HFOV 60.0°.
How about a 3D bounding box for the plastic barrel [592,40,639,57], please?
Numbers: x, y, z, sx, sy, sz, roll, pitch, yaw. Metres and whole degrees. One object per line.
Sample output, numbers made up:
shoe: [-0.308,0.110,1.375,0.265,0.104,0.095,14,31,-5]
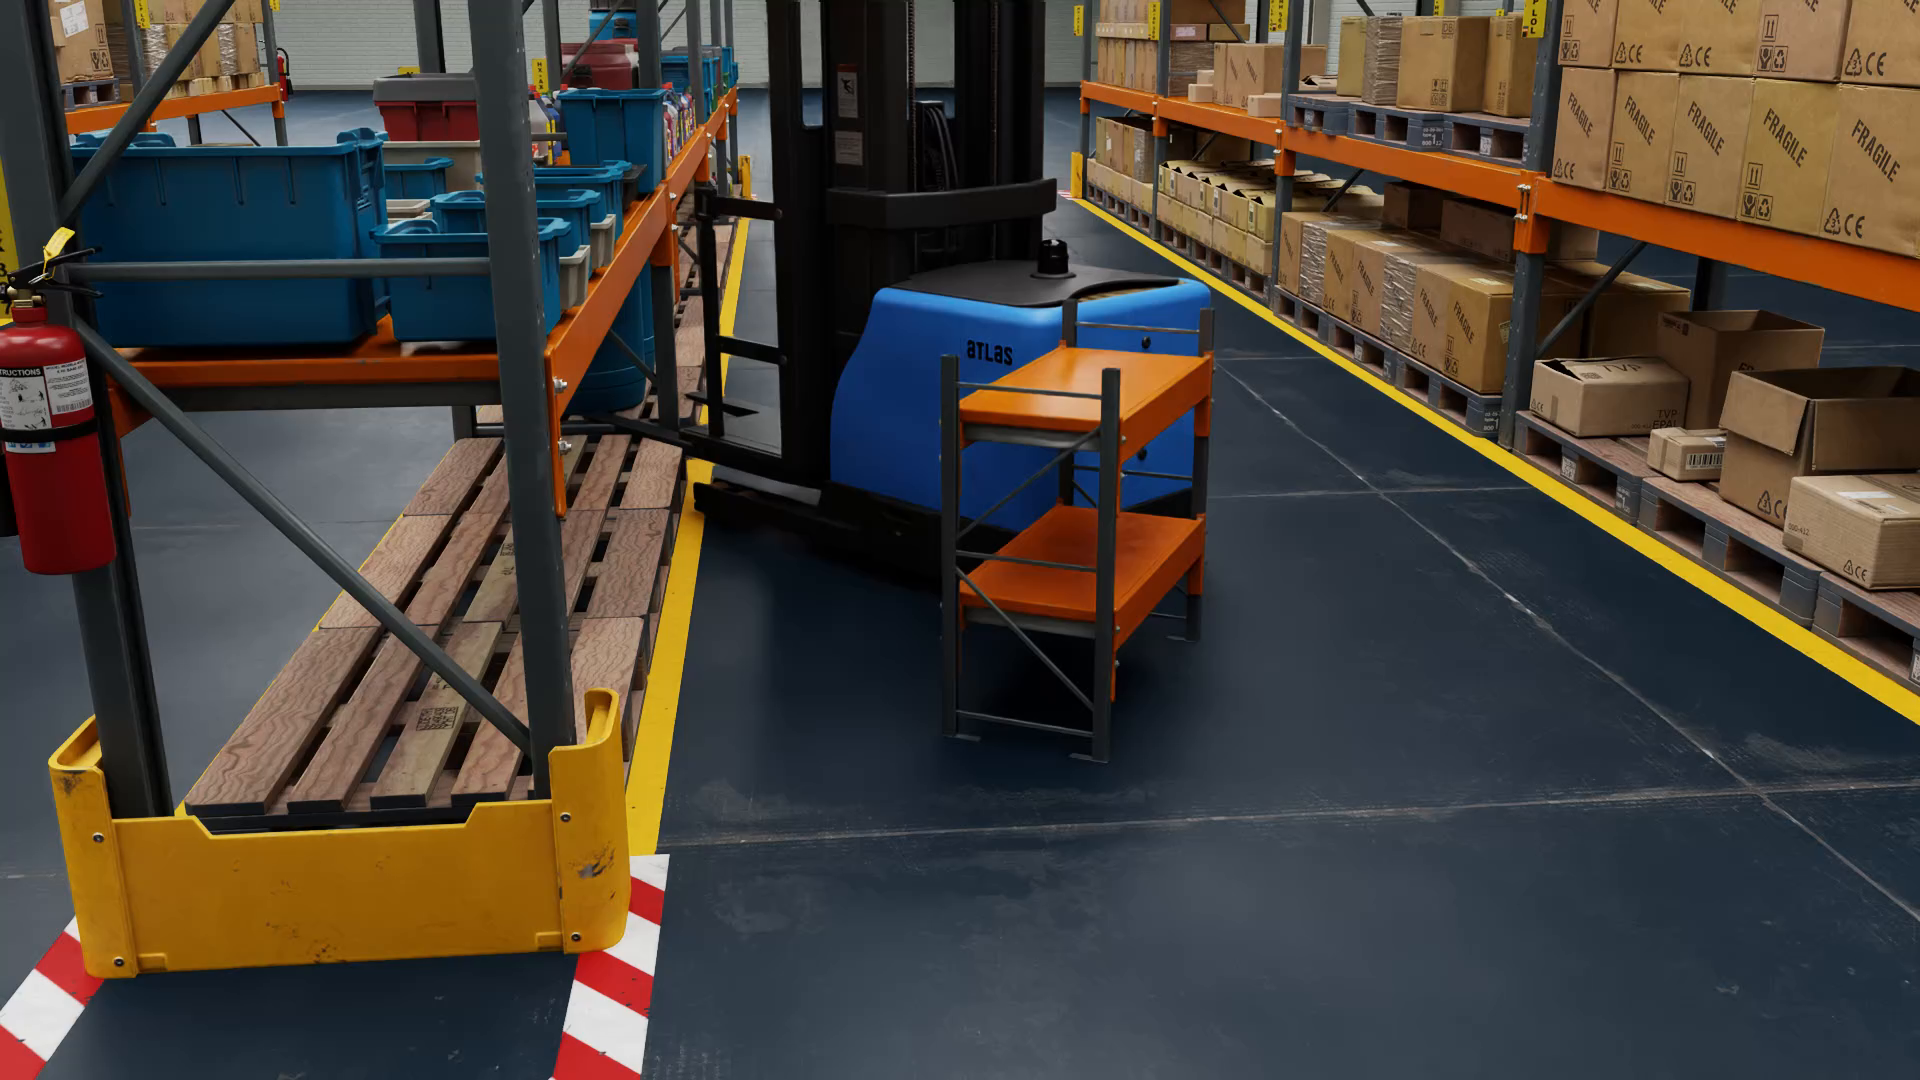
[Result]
plastic barrel: [-2.614,-3.549,12.746,0.433,0.535,0.433,0,17,0]

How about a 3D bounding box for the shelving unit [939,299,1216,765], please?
shelving unit: [0.377,-0.078,5.049,0.538,1.125,1.048,7,19,21]

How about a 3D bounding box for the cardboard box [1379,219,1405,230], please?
cardboard box: [3.055,-1.829,10.934,0.500,0.500,0.500,-1,17,-3]

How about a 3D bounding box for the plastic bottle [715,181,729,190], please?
plastic bottle: [-2.286,-3.323,15.940,0.144,0.351,0.185,-1,17,-4]

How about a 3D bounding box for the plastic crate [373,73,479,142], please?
plastic crate: [-1.947,-1.525,6.320,0.402,0.464,0.583,-2,18,-6]

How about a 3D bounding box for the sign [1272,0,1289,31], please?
sign: [2.173,-3.618,11.259,0.100,0.325,0.005,-2,18,-6]

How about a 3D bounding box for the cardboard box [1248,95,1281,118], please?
cardboard box: [2.357,-3.223,12.354,0.380,0.149,0.250,-2,18,-6]

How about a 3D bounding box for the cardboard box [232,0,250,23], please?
cardboard box: [-7.594,-5.524,16.930,0.500,0.500,0.500,-2,18,-6]

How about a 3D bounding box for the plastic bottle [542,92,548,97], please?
plastic bottle: [-2.439,-2.489,9.792,0.061,0.283,0.133,-2,18,-6]

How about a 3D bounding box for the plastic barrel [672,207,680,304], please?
plastic barrel: [-2.135,-1.951,10.806,0.600,0.830,0.708,-2,18,-6]

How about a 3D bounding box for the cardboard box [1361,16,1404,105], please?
cardboard box: [2.806,-2.869,9.939,0.700,0.500,0.500,1,17,5]

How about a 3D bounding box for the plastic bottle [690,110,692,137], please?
plastic bottle: [-1.709,-2.597,10.272,0.097,0.201,0.097,0,17,0]

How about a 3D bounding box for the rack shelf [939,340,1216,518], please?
rack shelf: [0.377,-0.358,4.961,0.538,0.278,1.000,7,19,21]

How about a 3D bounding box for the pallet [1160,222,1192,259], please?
pallet: [2.427,-2.726,15.009,1.003,0.211,1.213,-2,18,-6]

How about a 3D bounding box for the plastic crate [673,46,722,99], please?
plastic crate: [-2.261,-4.019,14.364,0.402,0.464,0.583,-2,18,-6]

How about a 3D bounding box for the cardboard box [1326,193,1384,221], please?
cardboard box: [2.963,-2.404,12.281,0.500,0.311,0.500,-1,17,-4]

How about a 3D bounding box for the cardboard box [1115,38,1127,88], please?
cardboard box: [2.040,-5.071,17.653,0.700,0.500,0.500,-2,18,-5]

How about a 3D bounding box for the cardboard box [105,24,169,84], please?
cardboard box: [-7.527,-4.296,14.689,0.875,0.500,0.500,-2,18,-6]

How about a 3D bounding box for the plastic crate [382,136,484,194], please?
plastic crate: [-1.816,-1.251,5.752,0.437,0.282,0.530,-2,18,-6]

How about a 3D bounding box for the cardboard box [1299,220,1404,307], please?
cardboard box: [2.547,-1.800,10.843,0.500,0.500,0.500,-2,18,-8]

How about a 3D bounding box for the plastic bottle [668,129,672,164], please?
plastic bottle: [-1.501,-1.997,8.362,0.097,0.201,0.097,0,17,0]

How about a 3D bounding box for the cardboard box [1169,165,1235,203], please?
cardboard box: [2.153,-3.151,14.659,0.500,0.311,0.500,-2,18,-6]

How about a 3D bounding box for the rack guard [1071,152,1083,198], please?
rack guard: [1.897,-4.281,19.480,1.175,0.500,0.348,-2,18,-6]

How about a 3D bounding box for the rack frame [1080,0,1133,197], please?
rack frame: [1.900,-5.467,19.082,1.000,3.000,0.127,-2,18,-6]

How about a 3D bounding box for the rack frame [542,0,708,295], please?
rack frame: [-2.203,-2.931,11.007,1.000,3.000,0.127,-2,18,-6]

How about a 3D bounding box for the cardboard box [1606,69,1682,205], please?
cardboard box: [2.975,-1.627,6.683,0.500,0.500,0.500,-1,17,-5]

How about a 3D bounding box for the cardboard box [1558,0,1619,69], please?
cardboard box: [2.906,-2.267,7.055,0.500,0.500,0.500,-1,17,-4]

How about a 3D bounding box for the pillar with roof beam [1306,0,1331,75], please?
pillar with roof beam: [2.239,-11.744,29.060,9.100,9.000,0.400,-2,18,-6]

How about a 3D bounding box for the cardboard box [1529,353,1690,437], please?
cardboard box: [2.966,-0.687,7.612,0.500,0.311,0.500,-2,18,-6]

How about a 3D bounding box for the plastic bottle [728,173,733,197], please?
plastic bottle: [-2.403,-3.616,16.999,0.152,0.276,0.135,-2,18,-5]

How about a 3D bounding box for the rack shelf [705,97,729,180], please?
rack shelf: [-2.409,-3.184,13.012,1.077,0.370,4.000,-2,18,-6]

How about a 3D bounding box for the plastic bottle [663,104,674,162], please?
plastic bottle: [-1.495,-2.071,8.461,0.061,0.283,0.133,-2,18,-6]

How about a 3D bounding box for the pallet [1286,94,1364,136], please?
pallet: [2.865,-2.792,10.883,1.213,0.211,1.003,-2,18,-6]

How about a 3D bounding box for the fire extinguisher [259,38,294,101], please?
fire extinguisher: [-7.508,-5.173,18.277,0.296,0.674,0.183,-2,18,-6]

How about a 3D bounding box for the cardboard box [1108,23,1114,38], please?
cardboard box: [1.804,-5.472,17.850,0.380,0.149,0.250,-2,18,-6]

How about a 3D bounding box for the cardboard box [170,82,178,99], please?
cardboard box: [-7.331,-4.072,15.059,0.380,0.149,0.250,-2,18,-6]

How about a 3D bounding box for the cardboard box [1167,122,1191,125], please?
cardboard box: [2.419,-4.116,17.417,0.500,0.500,0.500,-2,18,-6]

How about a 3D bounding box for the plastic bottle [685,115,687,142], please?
plastic bottle: [-1.649,-2.423,9.717,0.097,0.201,0.097,0,17,0]

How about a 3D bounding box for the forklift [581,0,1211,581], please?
forklift: [-0.466,-1.533,6.668,3.031,2.935,1.130,16,24,42]

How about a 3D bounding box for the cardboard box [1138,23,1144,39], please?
cardboard box: [1.968,-5.010,16.377,0.380,0.149,0.250,-2,18,-6]

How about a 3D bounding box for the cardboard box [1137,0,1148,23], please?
cardboard box: [2.156,-5.373,16.452,0.700,0.500,0.500,-2,18,-6]

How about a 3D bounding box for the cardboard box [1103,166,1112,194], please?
cardboard box: [1.840,-3.891,17.952,0.500,0.250,0.500,-2,18,-6]

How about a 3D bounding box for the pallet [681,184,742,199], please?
pallet: [-2.895,-3.721,18.177,1.003,0.211,1.213,-2,18,-6]

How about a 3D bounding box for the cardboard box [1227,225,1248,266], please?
cardboard box: [2.371,-2.274,12.803,0.500,0.250,0.500,-2,18,-6]

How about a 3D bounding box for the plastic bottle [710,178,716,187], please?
plastic bottle: [-2.494,-3.458,16.496,0.152,0.276,0.135,-2,18,-6]

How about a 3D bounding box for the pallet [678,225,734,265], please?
pallet: [-2.495,-2.560,14.479,1.003,0.211,1.213,-2,18,-6]

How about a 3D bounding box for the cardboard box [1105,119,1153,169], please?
cardboard box: [1.852,-4.249,17.841,0.500,0.500,0.500,-2,18,-6]

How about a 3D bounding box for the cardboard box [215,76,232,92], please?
cardboard box: [-7.460,-4.520,16.485,0.380,0.149,0.250,-2,18,-6]

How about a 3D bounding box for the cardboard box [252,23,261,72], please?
cardboard box: [-7.925,-5.187,17.527,0.875,0.500,0.500,-2,18,-6]

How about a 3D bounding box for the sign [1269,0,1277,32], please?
sign: [2.851,-4.809,15.187,0.100,0.325,0.005,-2,18,-6]

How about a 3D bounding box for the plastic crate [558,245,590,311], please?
plastic crate: [-1.026,-0.633,4.024,0.250,0.136,0.298,-2,18,-6]

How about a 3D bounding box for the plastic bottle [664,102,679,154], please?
plastic bottle: [-1.563,-2.208,8.918,0.097,0.271,0.097,0,17,0]

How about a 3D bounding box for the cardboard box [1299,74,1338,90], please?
cardboard box: [2.825,-3.313,12.372,0.500,0.311,0.500,-2,18,-6]

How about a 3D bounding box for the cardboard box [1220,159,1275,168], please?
cardboard box: [2.639,-3.319,15.195,0.500,0.311,0.500,-2,18,-6]

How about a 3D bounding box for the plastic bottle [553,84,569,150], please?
plastic bottle: [-2.186,-2.353,9.246,0.144,0.351,0.185,-2,18,-6]
